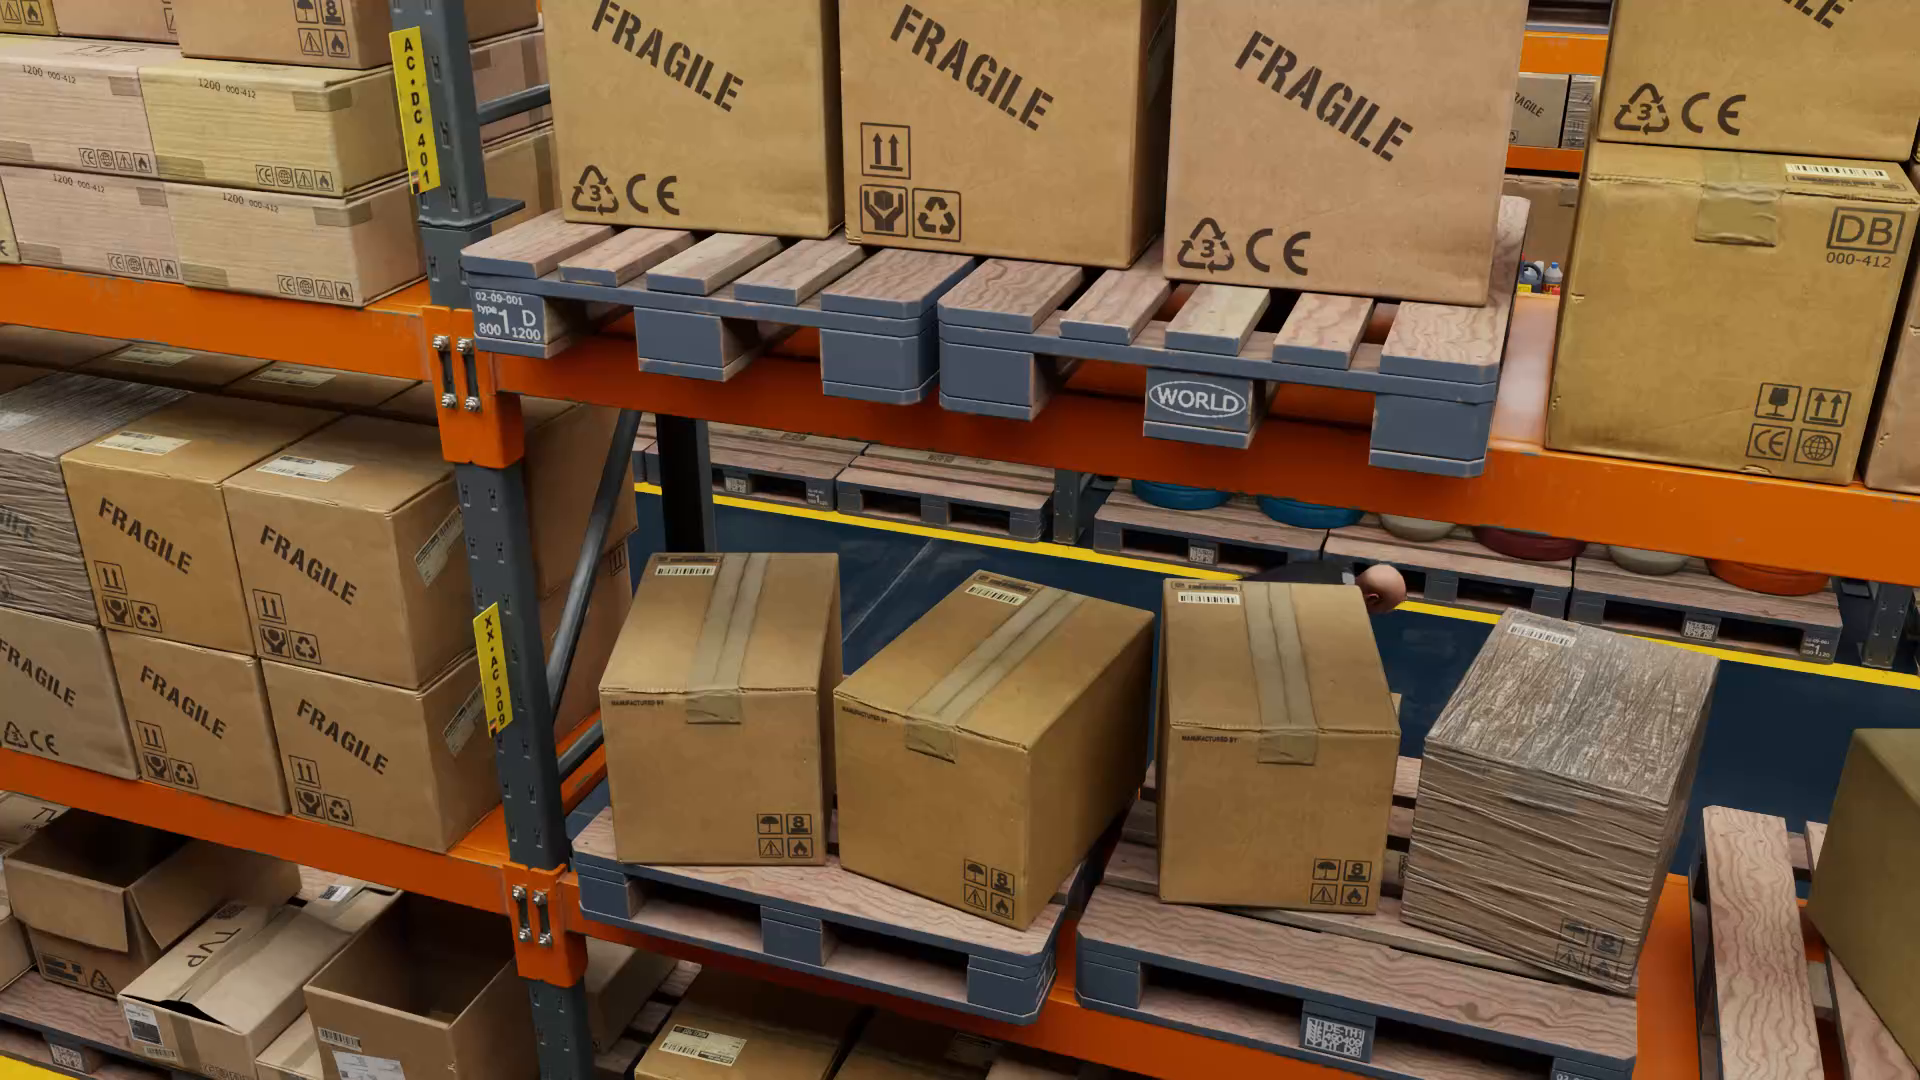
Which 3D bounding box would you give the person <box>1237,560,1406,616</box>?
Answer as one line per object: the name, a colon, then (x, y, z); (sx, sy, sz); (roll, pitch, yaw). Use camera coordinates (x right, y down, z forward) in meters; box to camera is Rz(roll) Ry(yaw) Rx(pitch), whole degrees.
person: (1.421, 0.484, 7.134); (0.870, 0.860, 0.538); (9, 27, 18)
